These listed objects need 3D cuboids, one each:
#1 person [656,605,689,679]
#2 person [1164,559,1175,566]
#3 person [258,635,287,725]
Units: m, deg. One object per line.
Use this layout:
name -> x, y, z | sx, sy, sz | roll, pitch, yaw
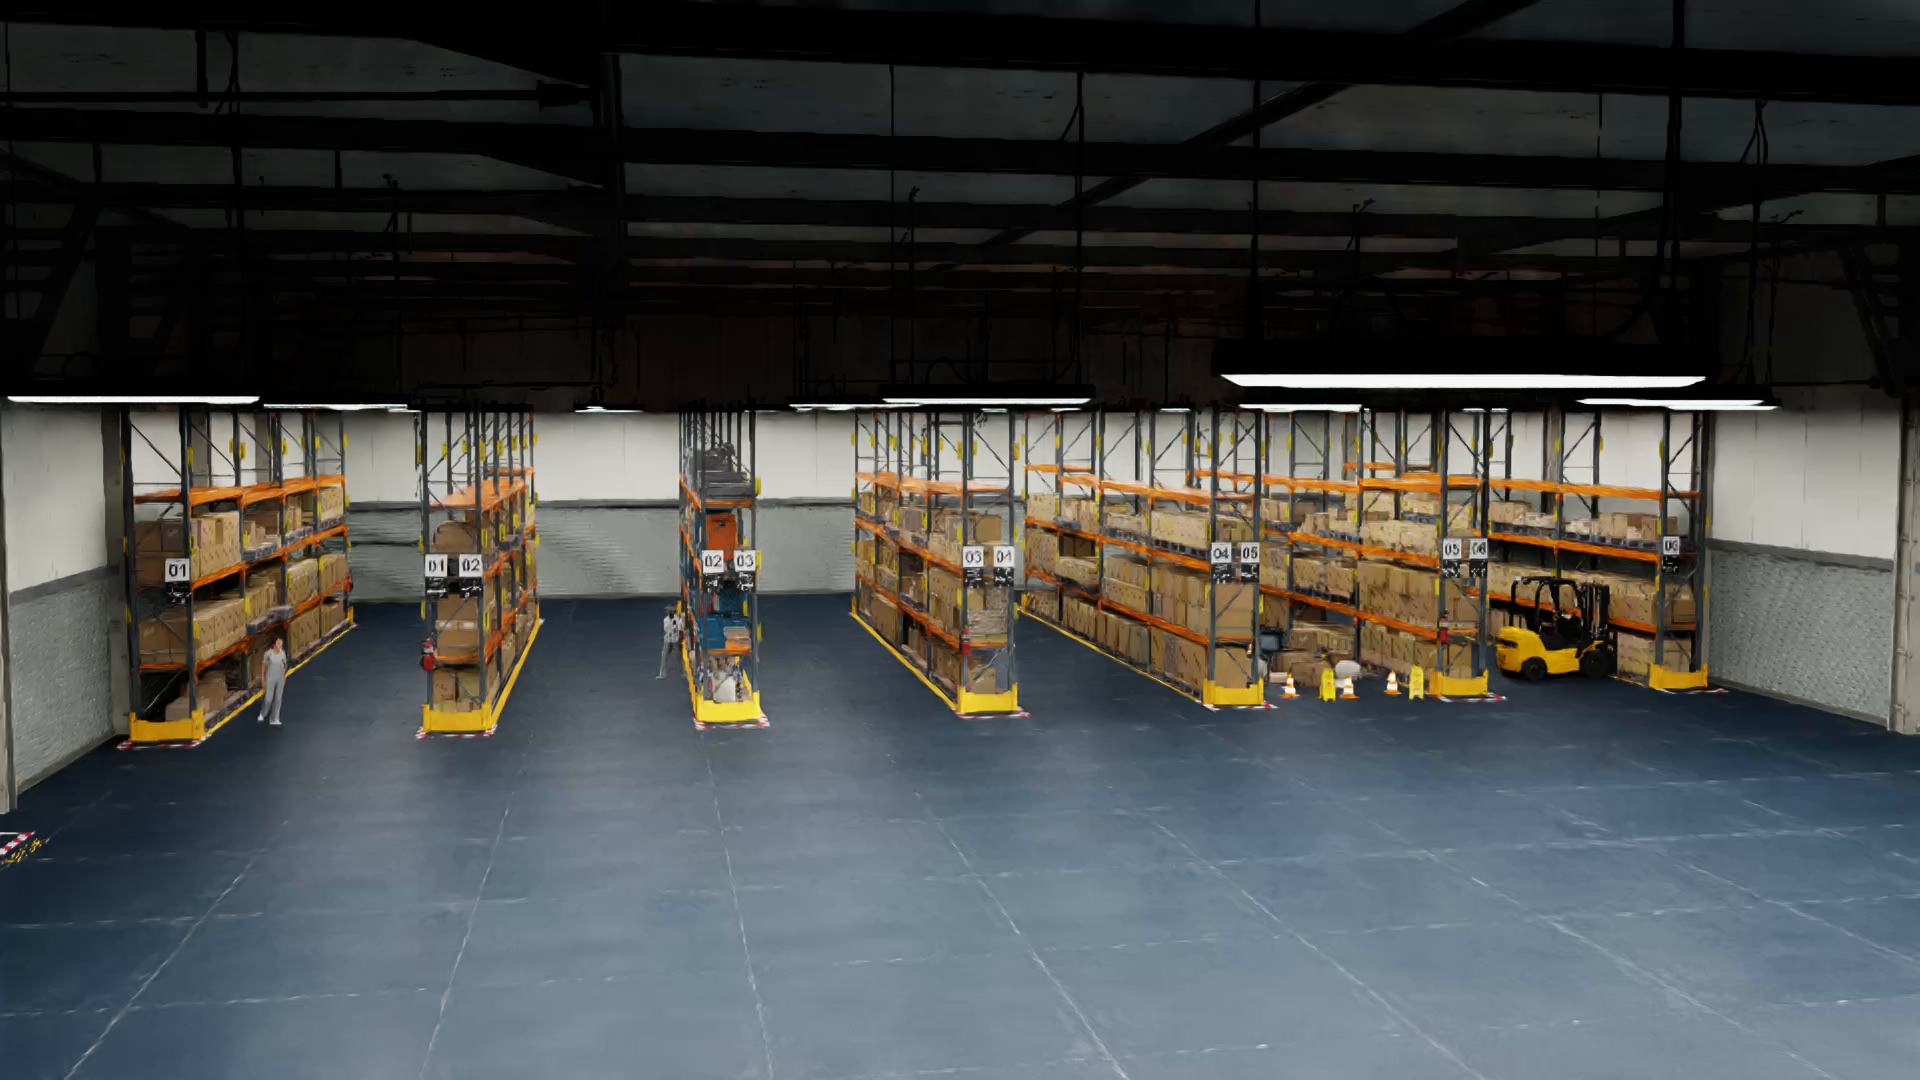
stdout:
person -> -6.222, 2.191, 36.018 | 0.488, 1.624, 0.928 | 1, 4, 13
person -> 5.979, 1.187, 48.083 | 0.583, 1.780, 0.772 | -1, 4, -16
person -> -12.705, 2.580, 30.705 | 0.519, 1.665, 0.509 | 4, 6, 42
